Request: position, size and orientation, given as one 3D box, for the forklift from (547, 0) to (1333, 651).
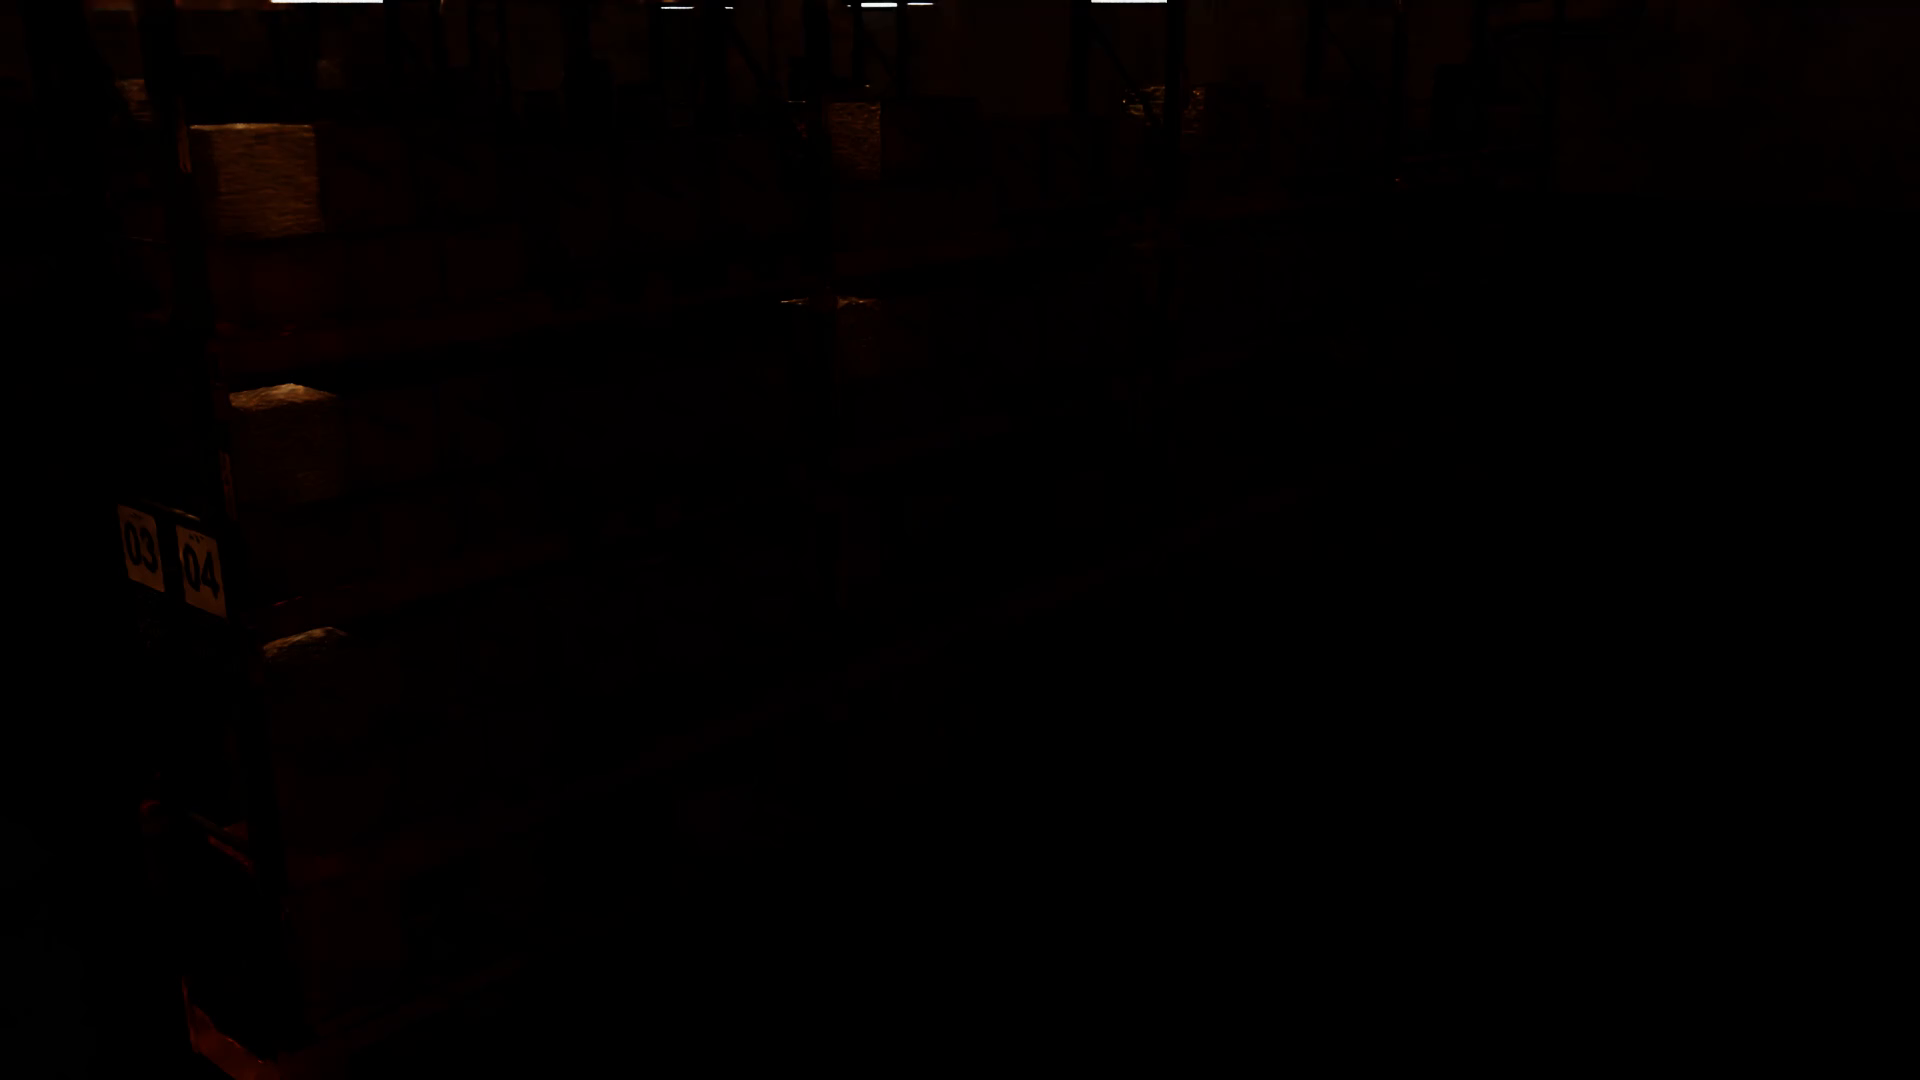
[{"bbox_3d":[0.292,-1.582,4.107,1.130,2.935,3.031,8,19,25],"label":"forklift"}]
